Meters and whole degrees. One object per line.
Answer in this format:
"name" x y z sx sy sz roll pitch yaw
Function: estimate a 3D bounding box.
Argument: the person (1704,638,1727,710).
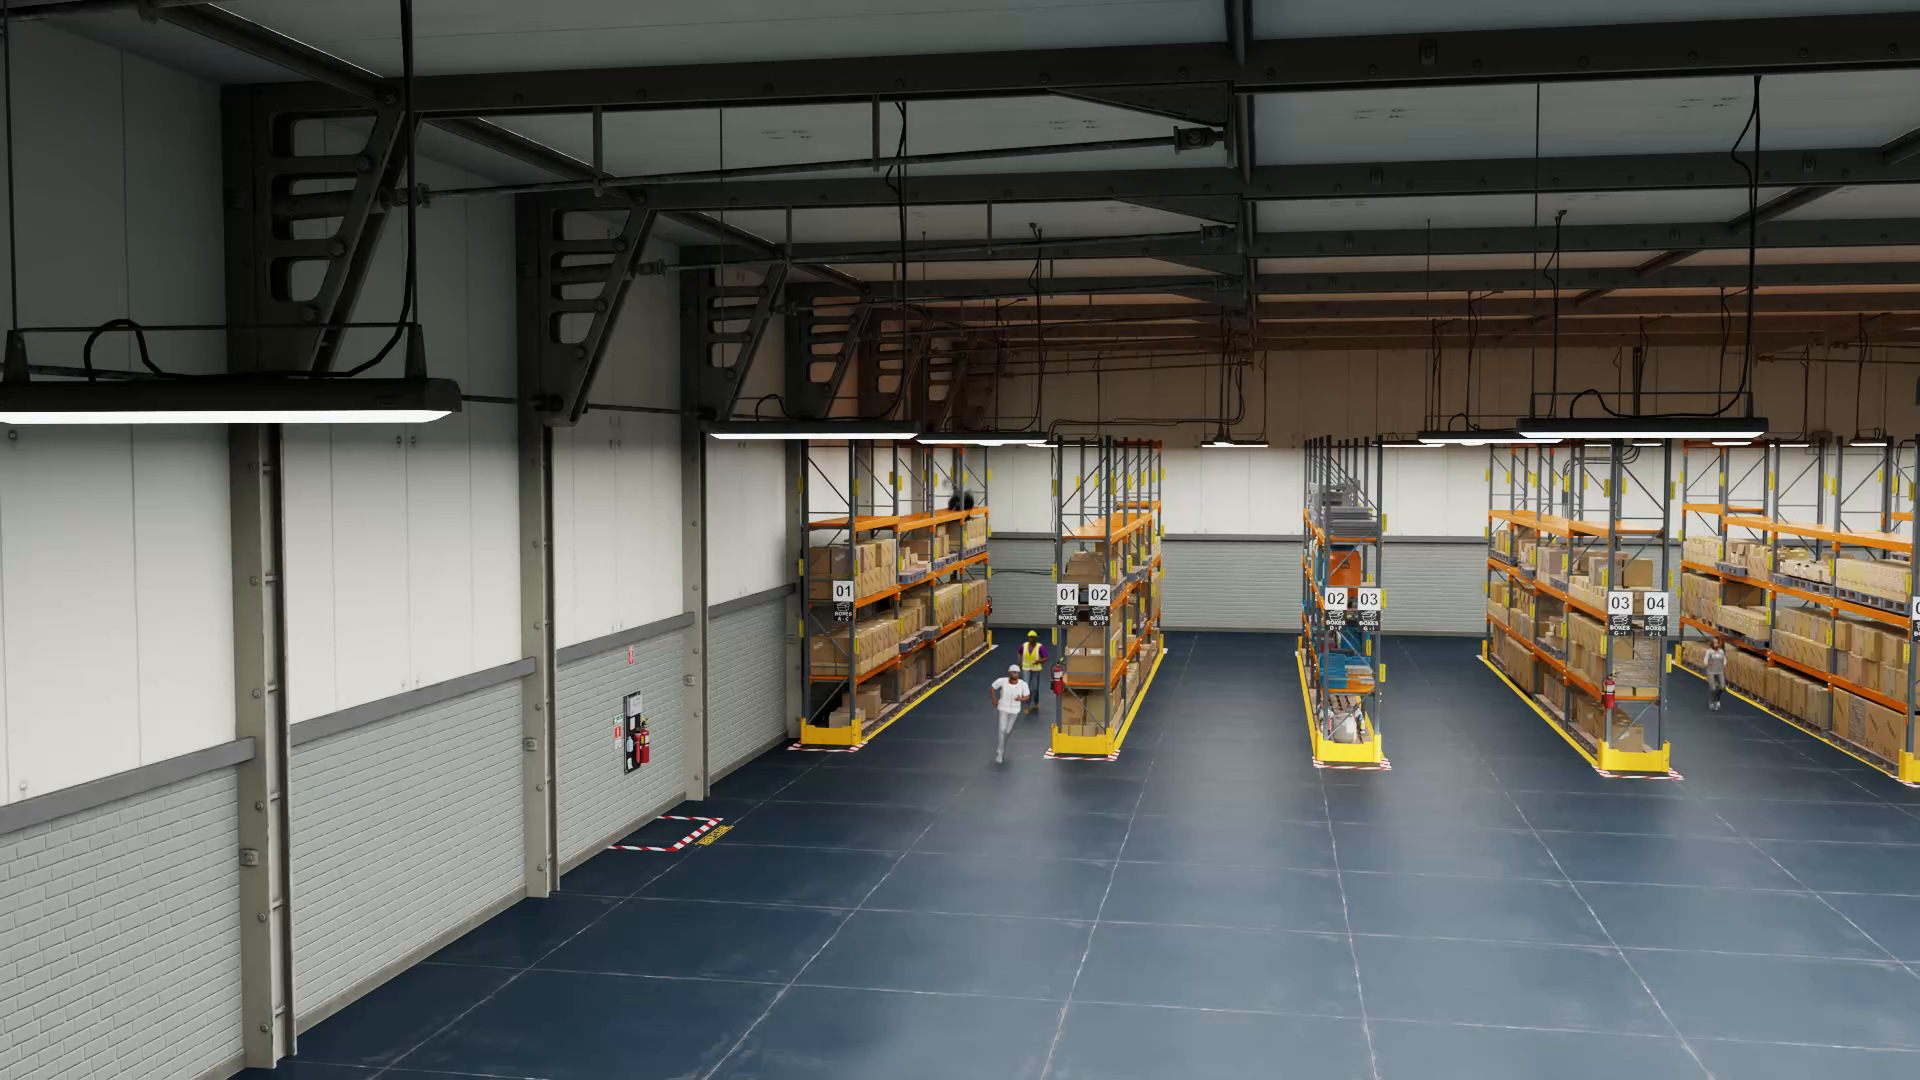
"person" 16.612 2.951 36.515 0.517 1.575 0.596 1 3 9

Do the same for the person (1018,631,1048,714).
"person" 1.571 2.894 36.292 0.695 1.836 0.670 1 3 11

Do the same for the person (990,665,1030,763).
"person" 0.931 3.186 30.851 0.723 1.771 0.888 -1 3 -11

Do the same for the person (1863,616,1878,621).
"person" 24.703 2.473 45.042 0.611 1.602 0.655 2 4 29
